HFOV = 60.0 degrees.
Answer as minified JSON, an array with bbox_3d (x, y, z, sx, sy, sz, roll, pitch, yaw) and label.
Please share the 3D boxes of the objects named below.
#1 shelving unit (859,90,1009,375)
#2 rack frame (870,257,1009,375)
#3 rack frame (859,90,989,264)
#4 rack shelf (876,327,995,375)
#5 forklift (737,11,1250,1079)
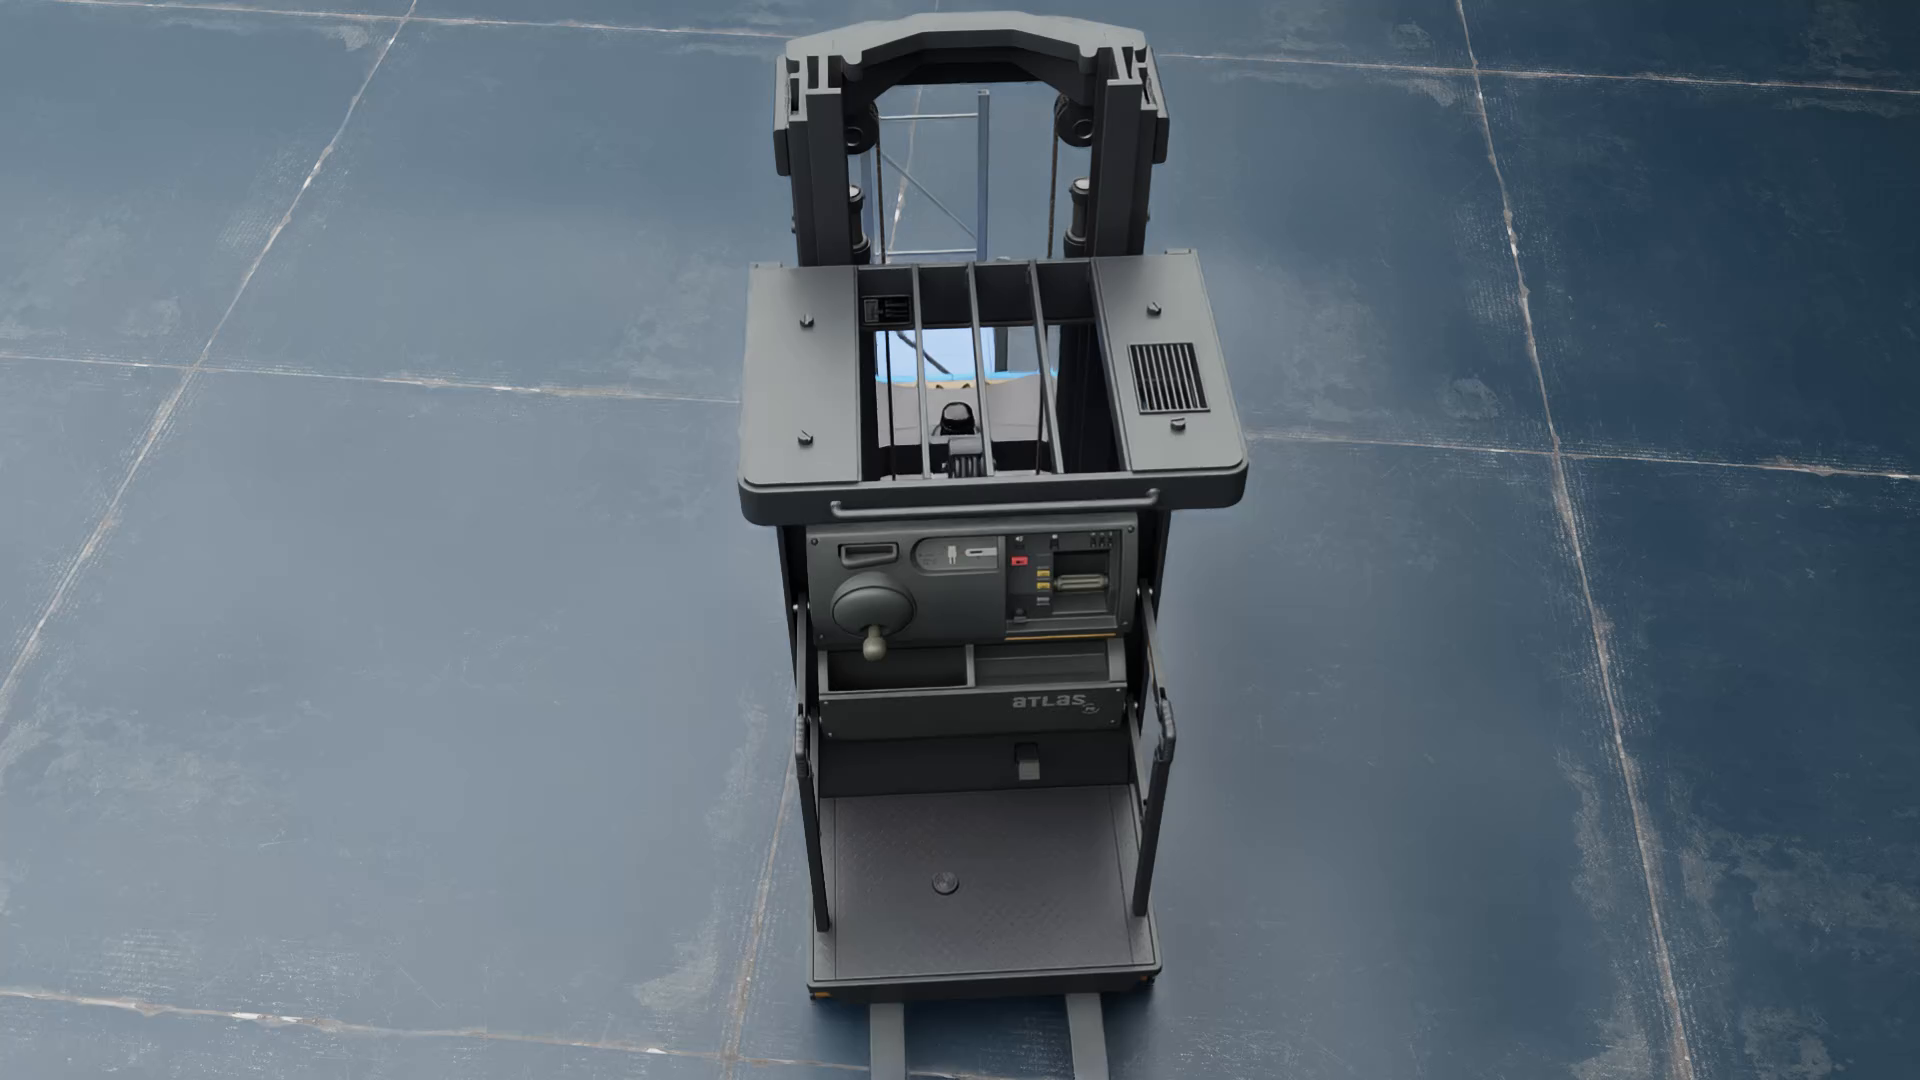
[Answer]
[{"bbox_3d":[-0.112,-0.796,6.462,0.538,1.500,1.048,-2,48,-2],"label":"shelving unit"},{"bbox_3d":[-0.084,-0.421,6.119,0.500,1.500,0.032,-2,48,-2],"label":"rack frame"},{"bbox_3d":[-0.140,-1.171,6.804,0.500,1.500,0.032,-2,48,-2],"label":"rack frame"},{"bbox_3d":[-0.112,-0.675,6.594,0.538,0.185,1.000,-2,48,-2],"label":"rack shelf"},{"bbox_3d":[0.051,0.232,4.552,1.130,2.935,3.031,-2,48,-2],"label":"forklift"}]
